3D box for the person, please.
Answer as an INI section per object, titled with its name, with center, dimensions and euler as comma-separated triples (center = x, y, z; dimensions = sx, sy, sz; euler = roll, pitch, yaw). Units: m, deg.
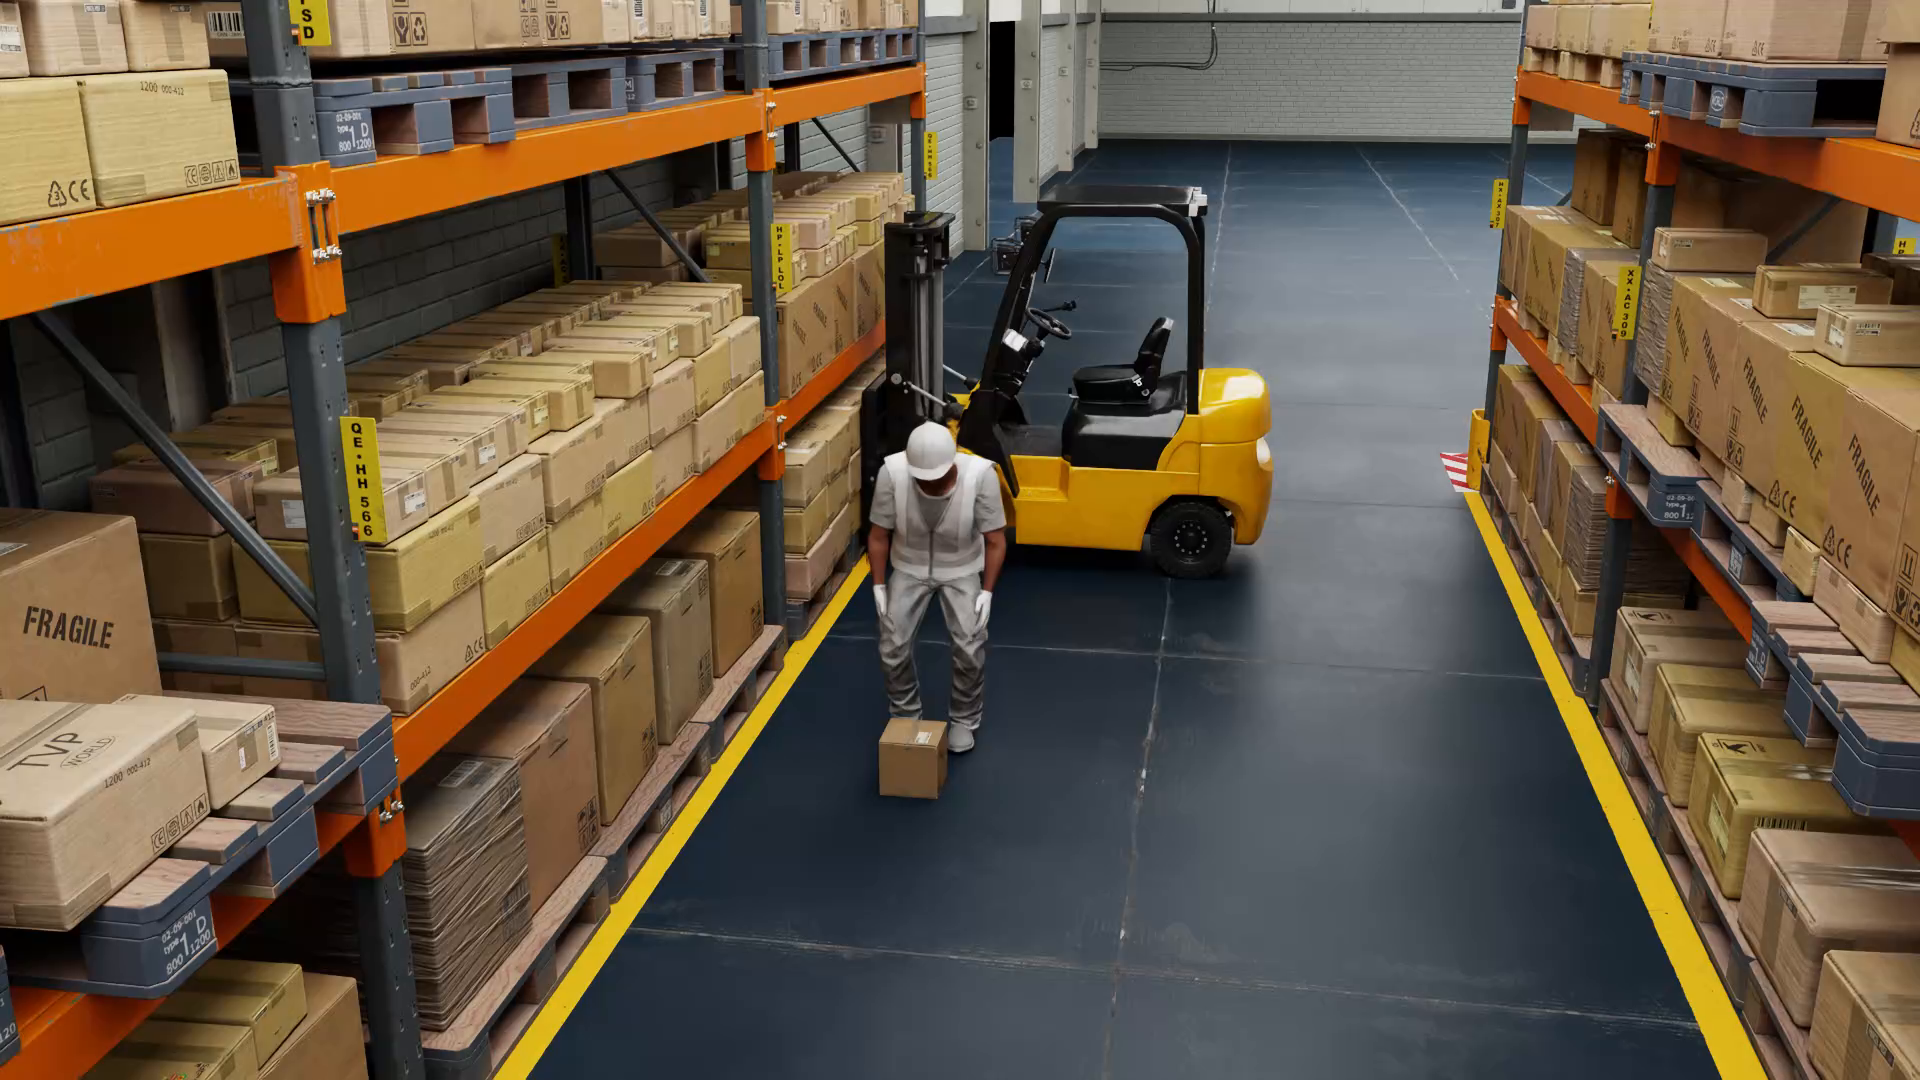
[person]
center = -0.088, 0.187, 7.319
dimensions = 0.606, 1.550, 0.674
euler = 3, 18, 9
